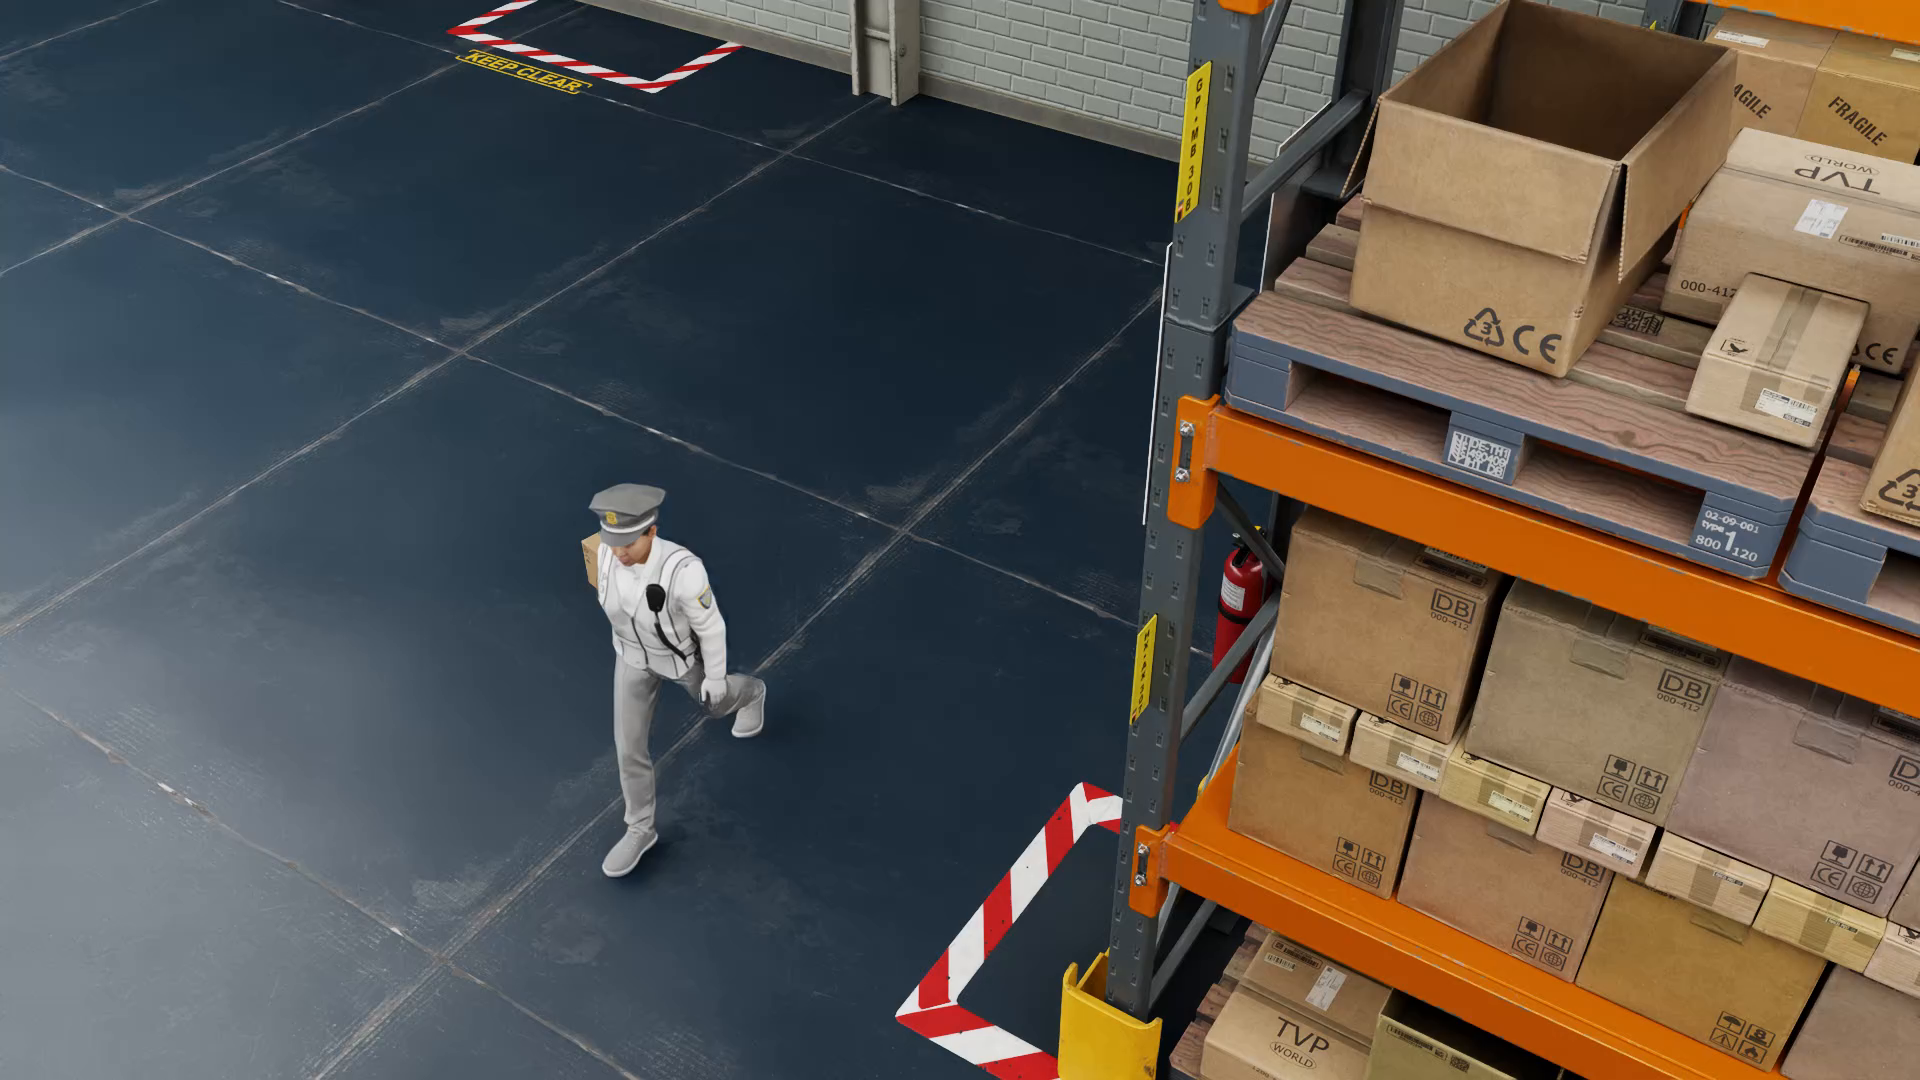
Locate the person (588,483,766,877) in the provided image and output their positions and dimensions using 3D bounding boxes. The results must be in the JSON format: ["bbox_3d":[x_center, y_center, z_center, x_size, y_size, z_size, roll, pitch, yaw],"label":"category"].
[{"bbox_3d":[-1.056,0.395,6.199,0.486,1.611,1.050,11,40,14],"label":"person"}]
